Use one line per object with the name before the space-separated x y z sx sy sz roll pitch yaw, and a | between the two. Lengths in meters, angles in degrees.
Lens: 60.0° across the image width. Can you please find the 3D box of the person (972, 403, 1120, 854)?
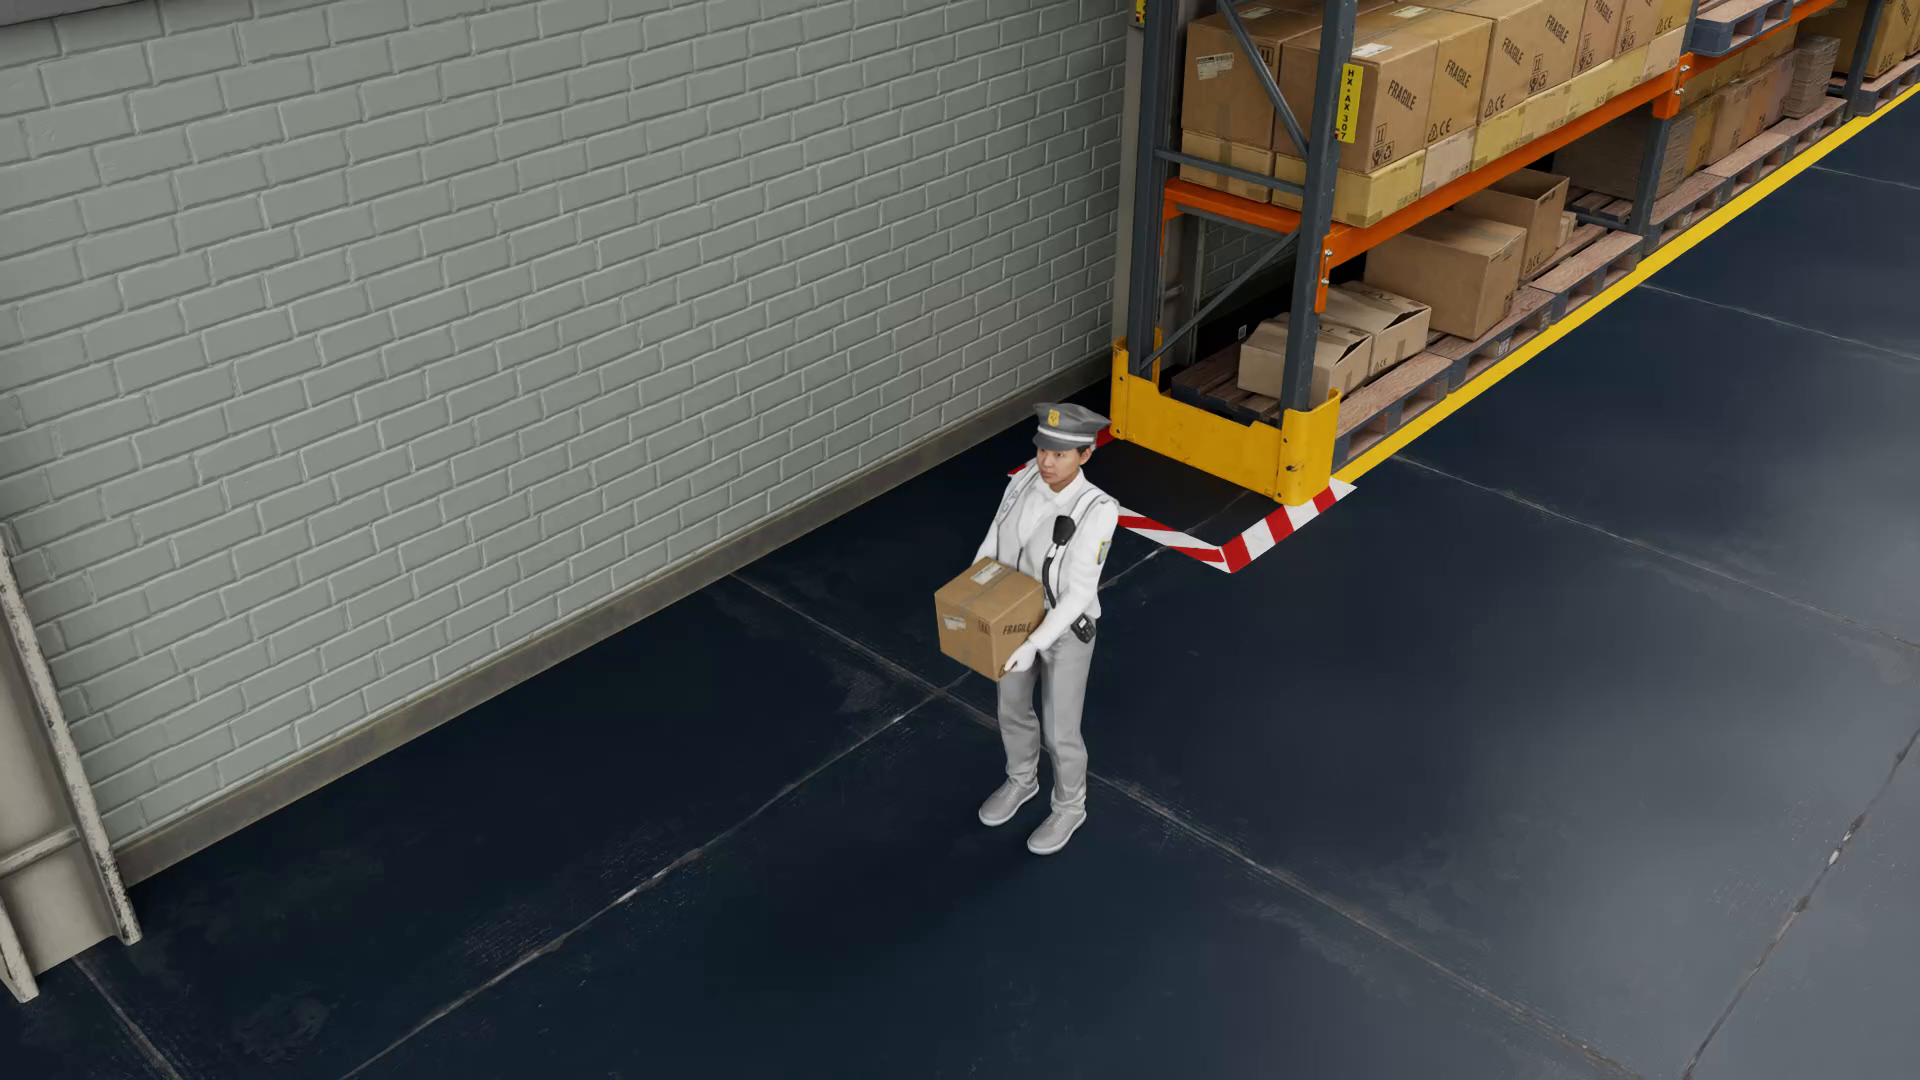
person | 0.235 0.319 5.593 0.459 1.686 0.556 26 40 36
